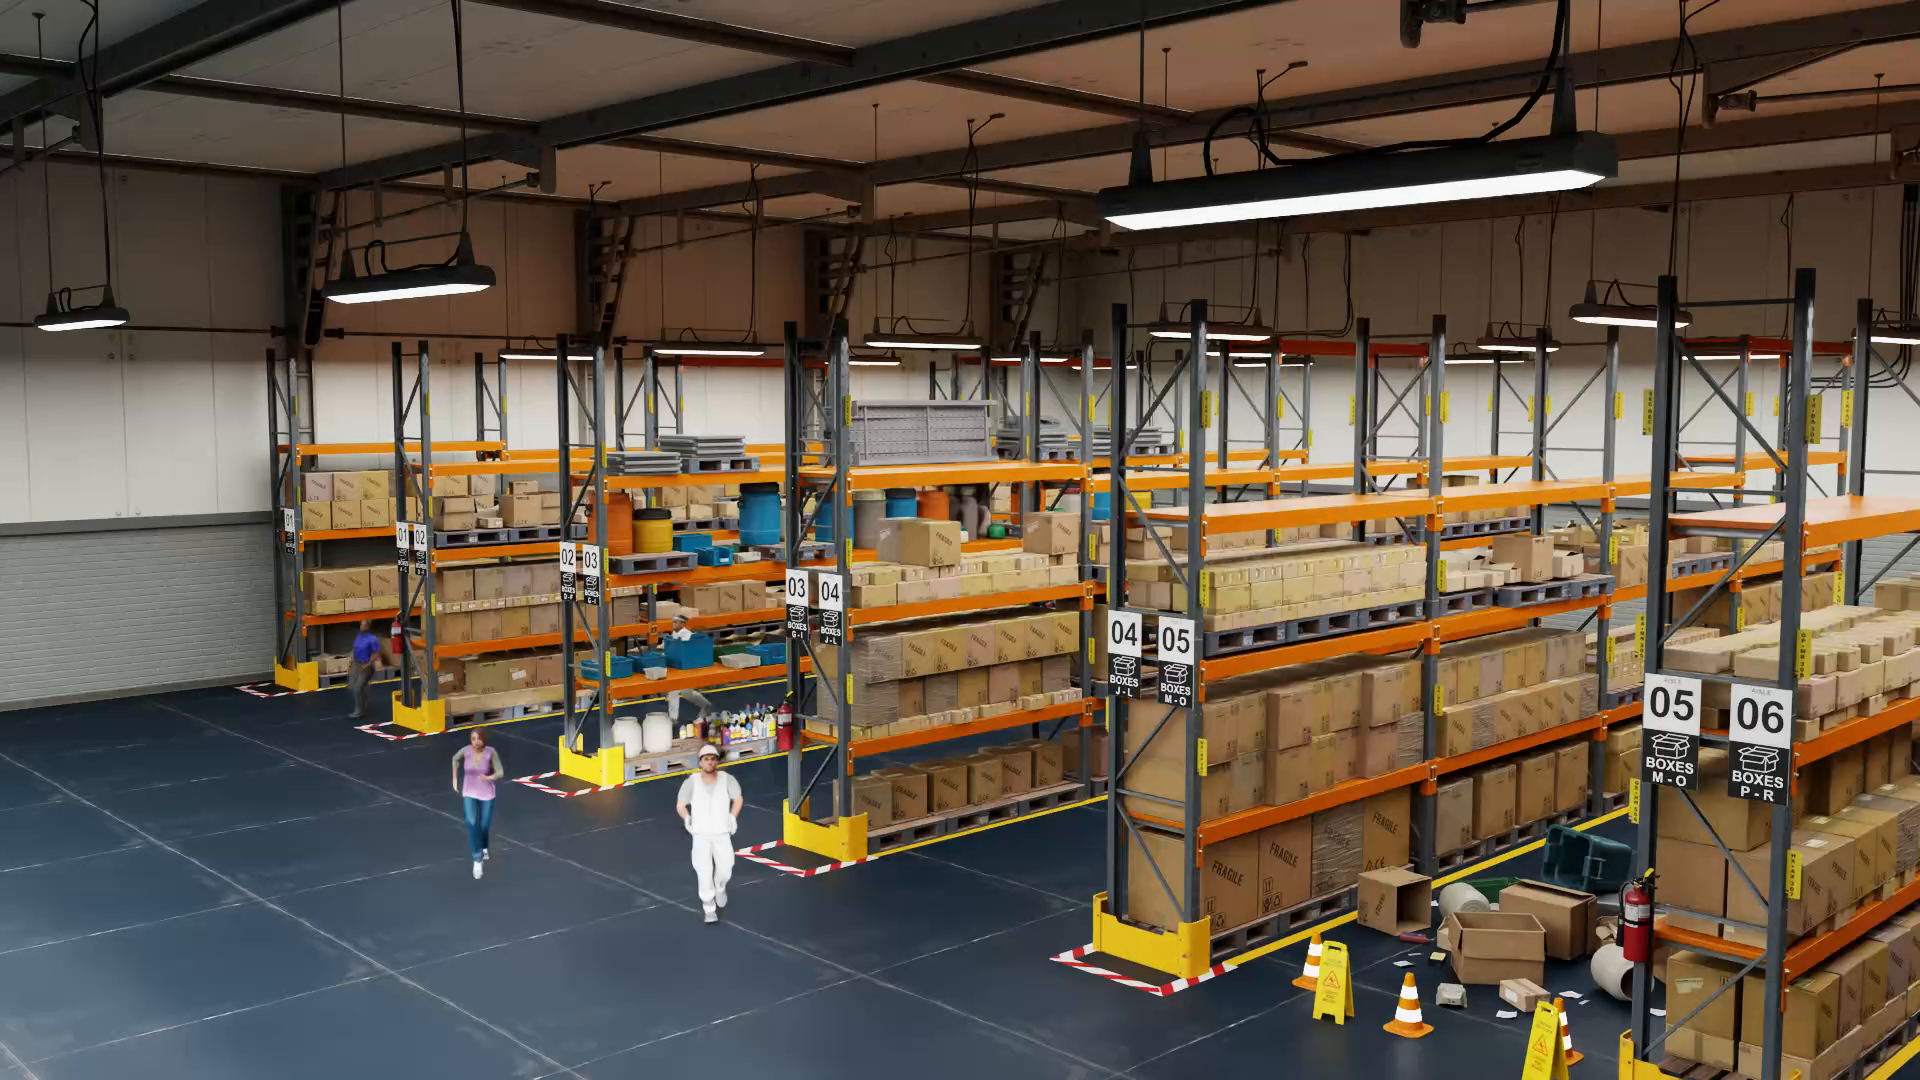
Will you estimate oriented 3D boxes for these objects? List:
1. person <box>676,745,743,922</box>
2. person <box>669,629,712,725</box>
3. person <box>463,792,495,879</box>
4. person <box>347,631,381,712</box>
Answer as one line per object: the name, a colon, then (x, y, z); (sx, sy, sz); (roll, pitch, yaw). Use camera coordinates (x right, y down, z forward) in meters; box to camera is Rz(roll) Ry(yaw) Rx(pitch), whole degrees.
person: (-2.464, 2.876, 16.415); (0.652, 1.739, 0.500); (-1, 5, -11)
person: (-4.306, 2.138, 26.001); (0.912, 1.518, 0.426); (-5, 7, -44)
person: (-5.229, 3.125, 18.122); (0.329, 0.979, 0.733); (-1, 5, -11)
person: (-9.587, 2.122, 26.753); (0.584, 1.346, 0.367); (2, 5, 23)
